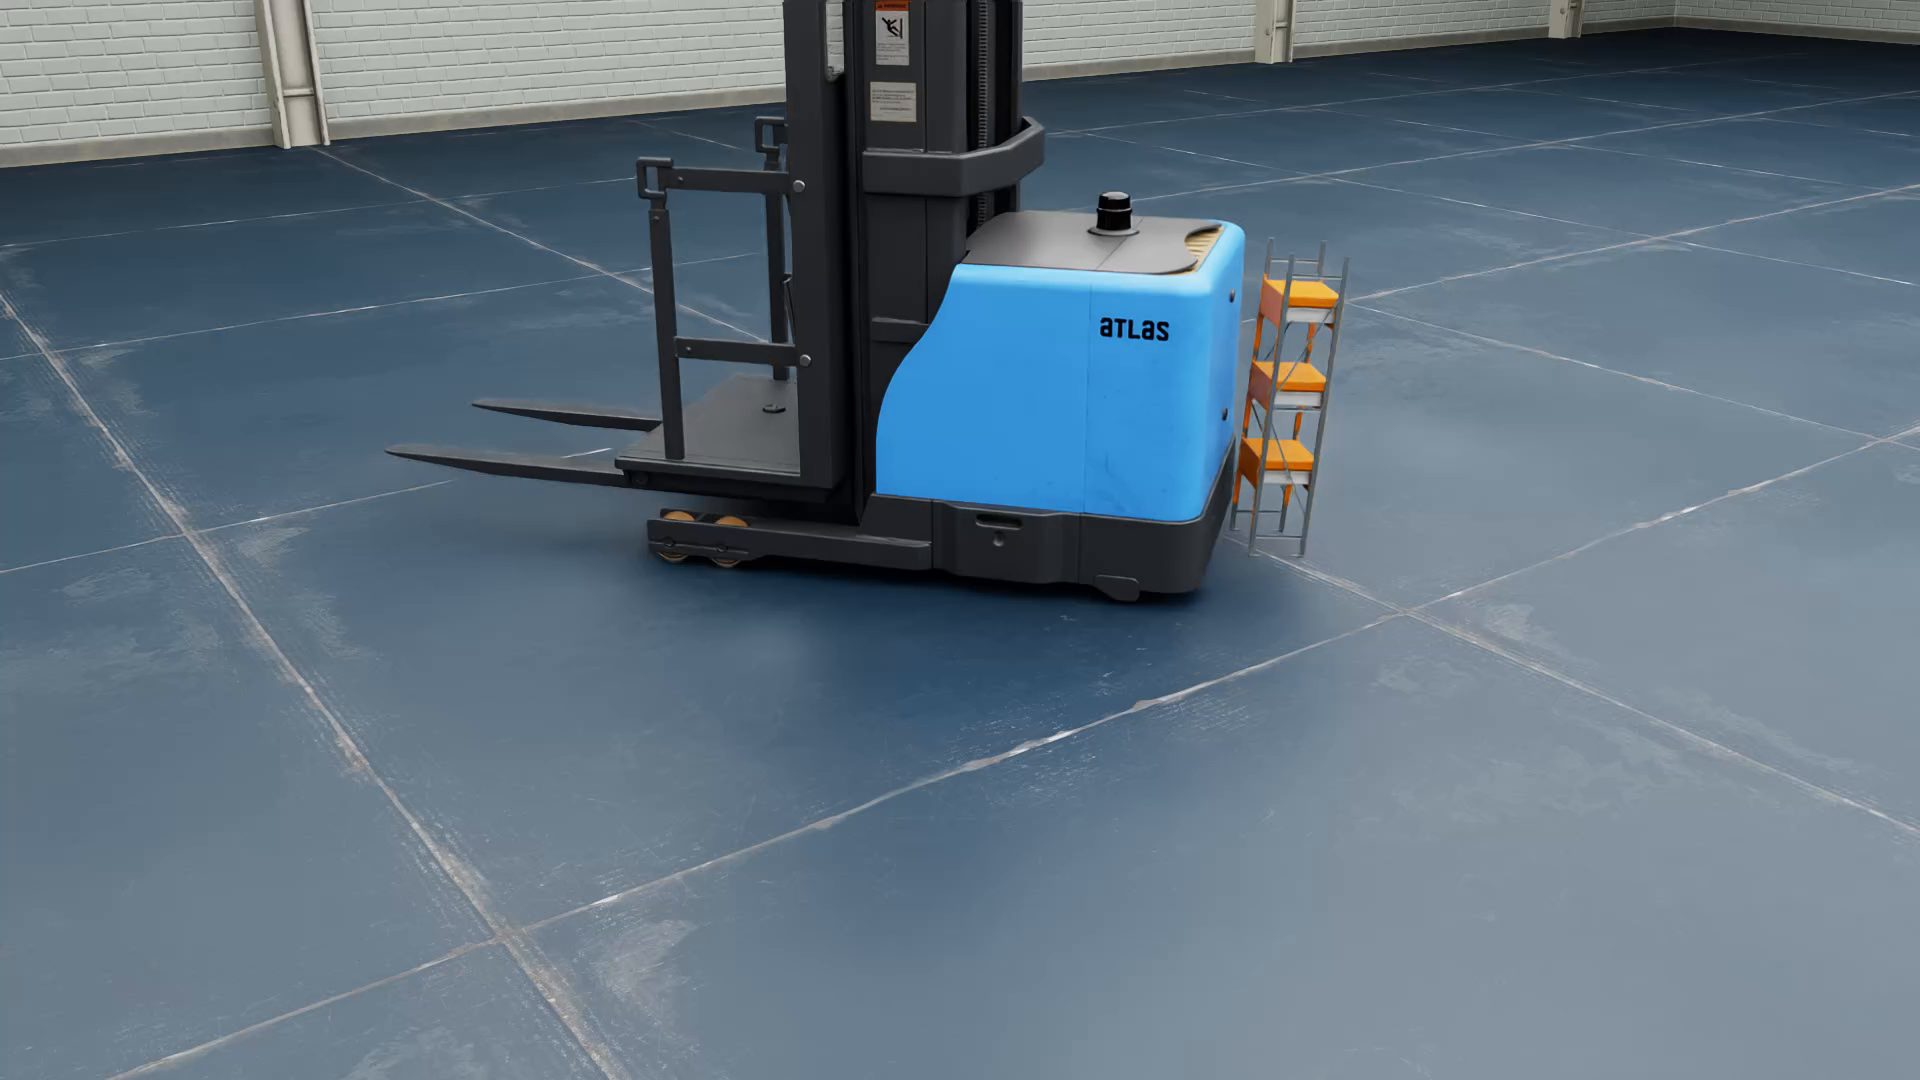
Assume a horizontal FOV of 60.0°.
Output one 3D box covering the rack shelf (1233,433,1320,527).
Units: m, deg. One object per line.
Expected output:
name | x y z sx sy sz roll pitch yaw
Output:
rack shelf | 1.091 -0.207 5.757 0.215 0.259 0.240 1 22 -7

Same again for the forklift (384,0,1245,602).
forklift | -0.574 -1.452 5.580 3.031 2.935 1.130 6 22 14

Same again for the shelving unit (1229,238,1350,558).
shelving unit | 1.110 -0.475 5.652 0.215 1.050 0.252 1 22 -7

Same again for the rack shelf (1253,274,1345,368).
rack shelf | 1.128 -0.729 5.553 0.215 0.259 0.240 1 22 -7

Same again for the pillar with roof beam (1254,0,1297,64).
pillar with roof beam | 6.483 -8.954 16.195 0.400 9.000 9.100 -15 26 -33

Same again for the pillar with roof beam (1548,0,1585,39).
pillar with roof beam | 11.354 -10.253 19.449 0.400 9.000 9.100 -15 26 -33

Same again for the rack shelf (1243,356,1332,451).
rack shelf | 1.109 -0.465 5.656 0.215 0.259 0.240 1 22 -7

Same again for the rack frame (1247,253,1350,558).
rack frame | 1.123 -0.430 5.539 0.200 1.050 0.008 1 22 -7

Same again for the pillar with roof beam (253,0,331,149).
pillar with roof beam | -3.257 -6.357 9.686 0.400 9.000 9.100 -15 26 -33

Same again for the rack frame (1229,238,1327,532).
rack frame | 1.097 -0.520 5.765 0.200 1.050 0.008 1 22 -7
